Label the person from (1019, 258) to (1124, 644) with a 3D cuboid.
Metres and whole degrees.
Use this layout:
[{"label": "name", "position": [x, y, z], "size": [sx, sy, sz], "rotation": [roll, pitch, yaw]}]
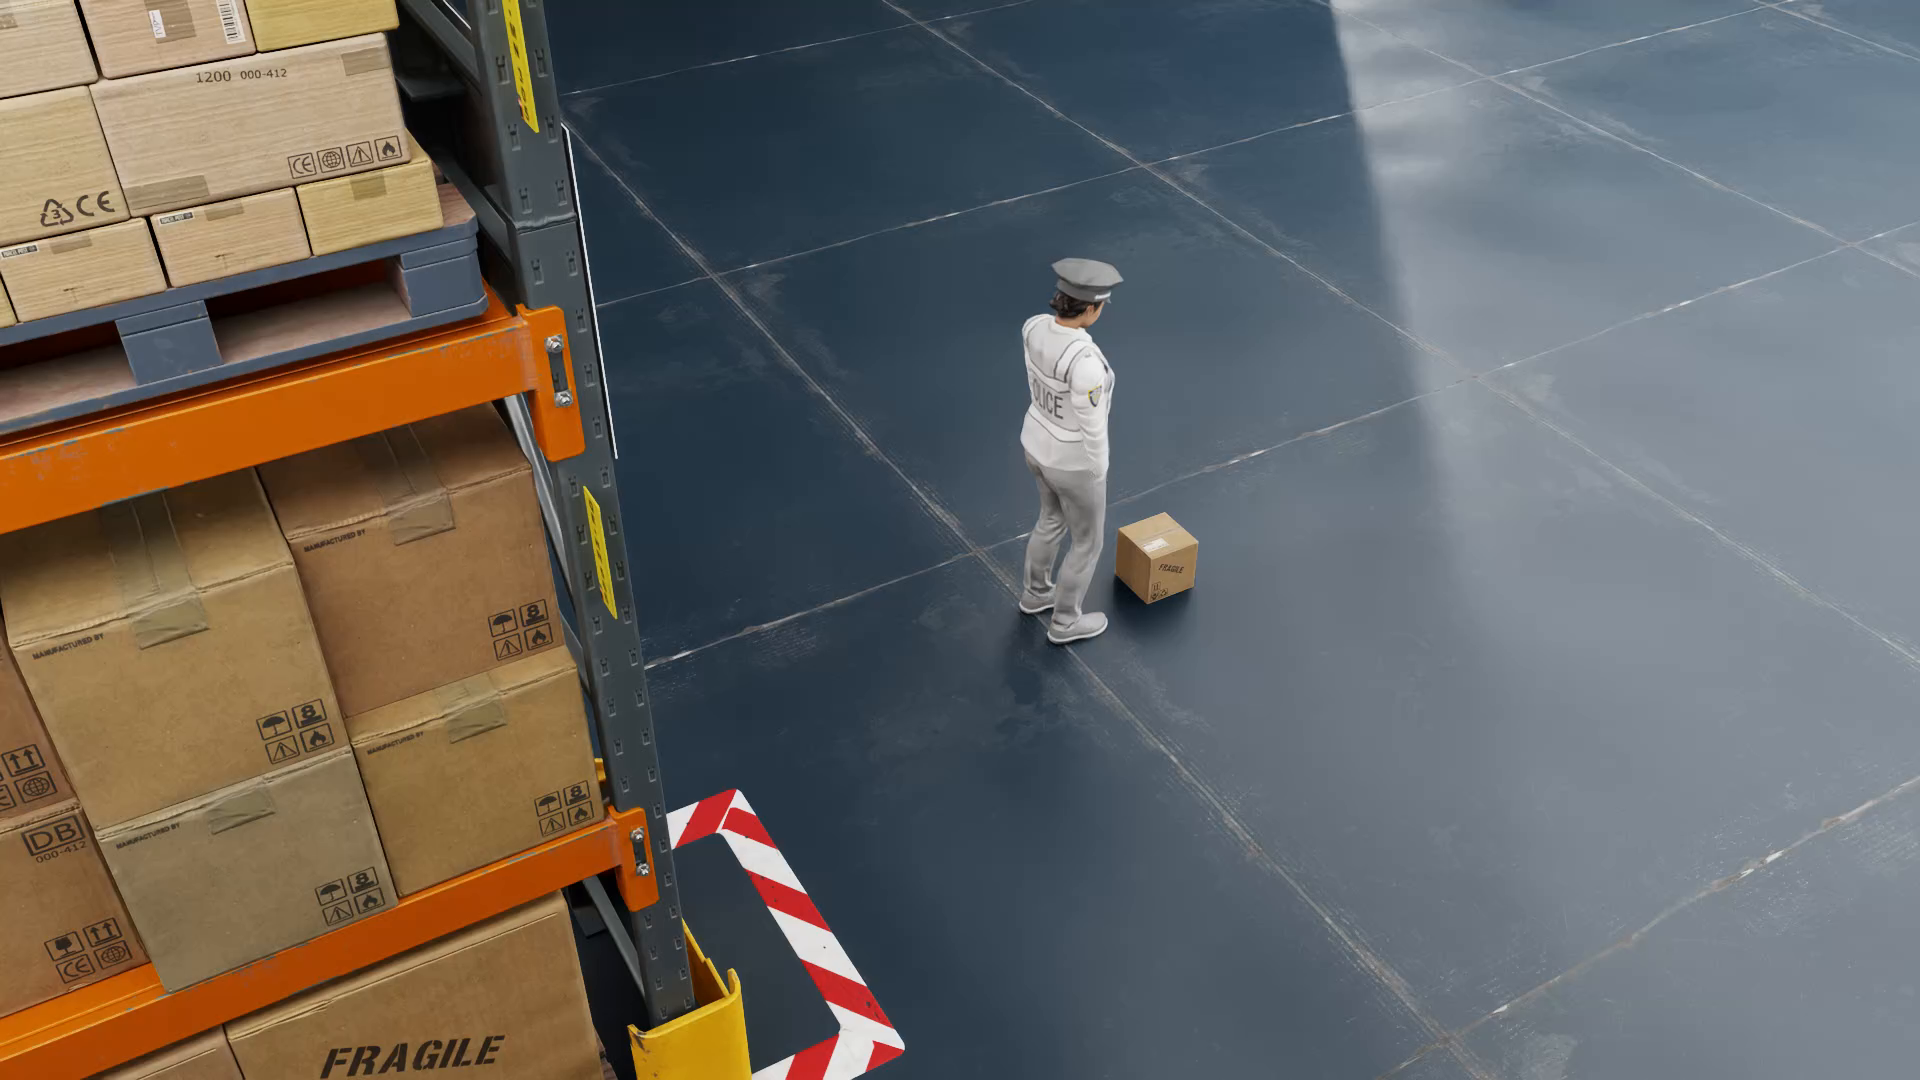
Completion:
[{"label": "person", "position": [0.424, -0.343, 6.619], "size": [0.352, 1.657, 0.479], "rotation": [-18, 41, -23]}]
